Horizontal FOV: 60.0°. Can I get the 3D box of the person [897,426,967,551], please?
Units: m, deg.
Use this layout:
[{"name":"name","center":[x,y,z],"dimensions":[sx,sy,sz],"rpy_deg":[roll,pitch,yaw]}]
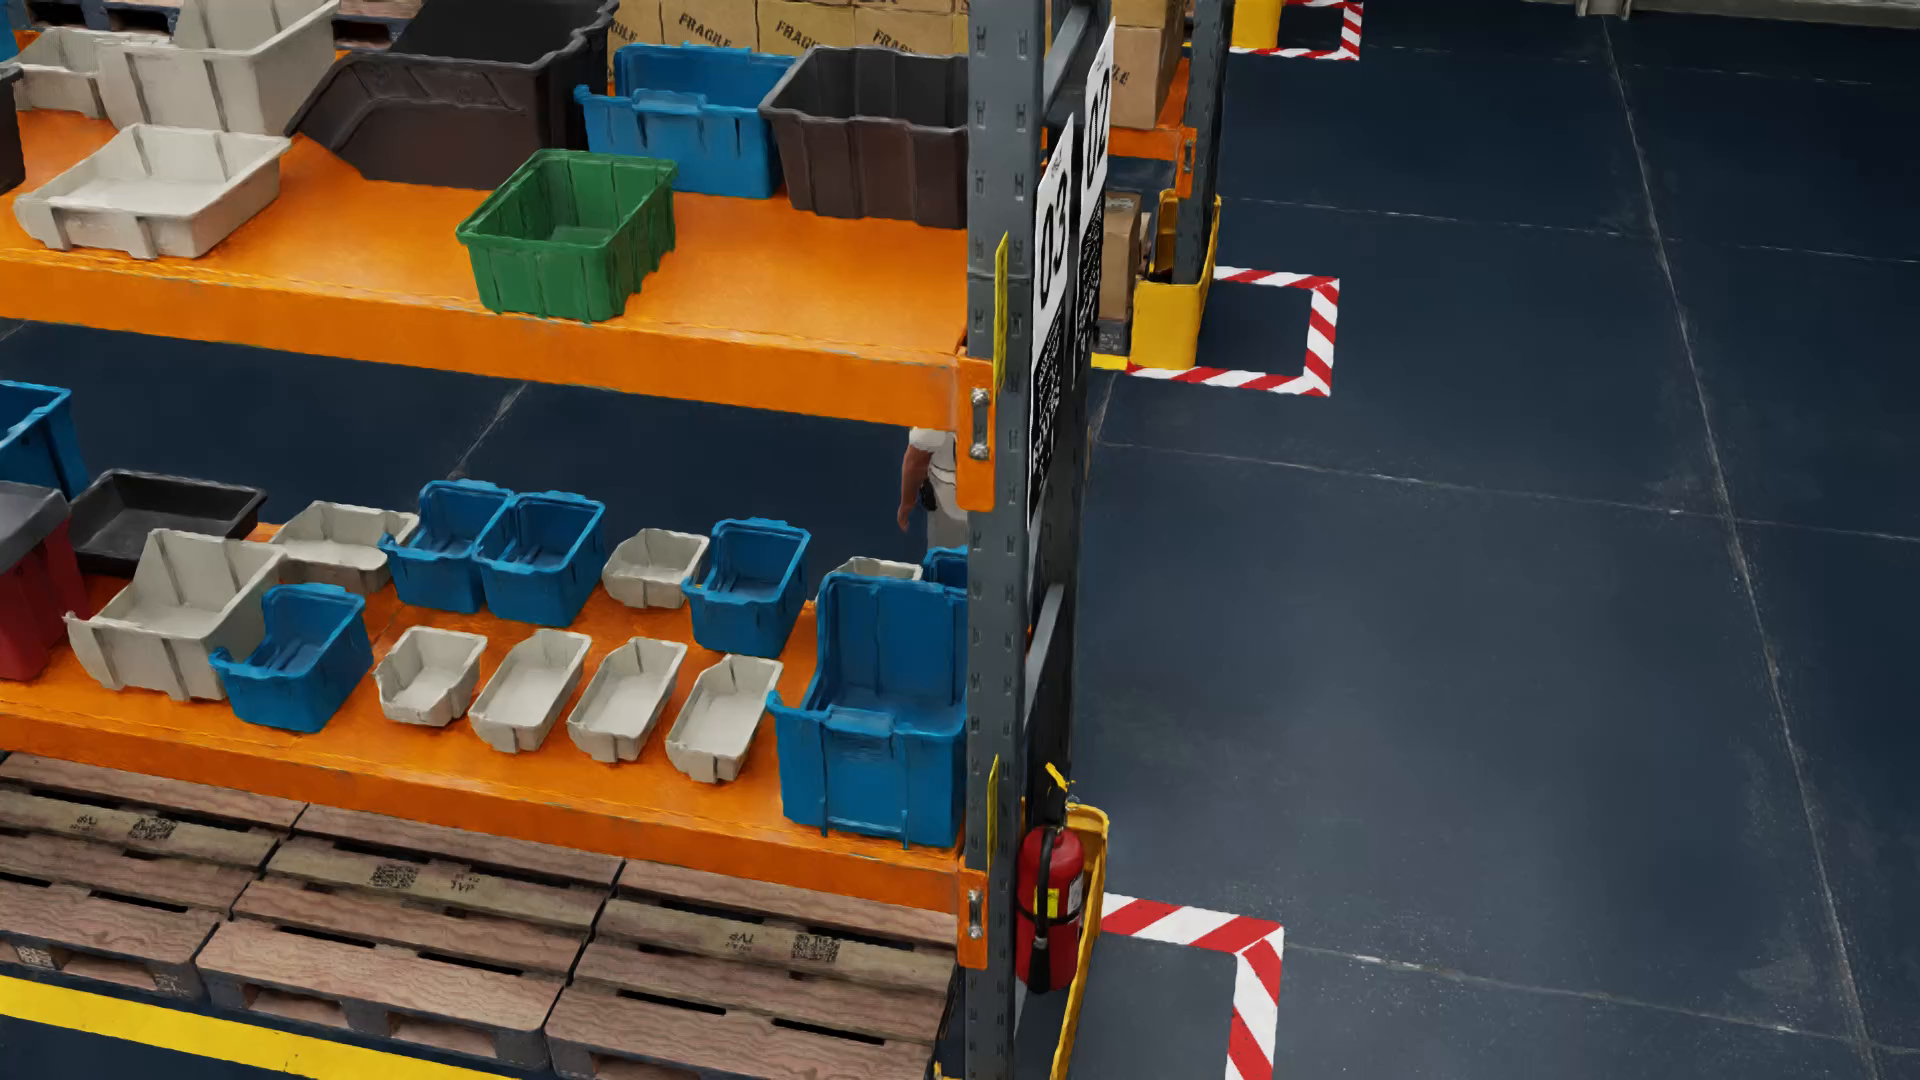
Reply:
[{"name":"person","center":[0.059,-0.148,6.337],"dimensions":[0.711,1.750,0.587],"rpy_deg":[-16,39,-20]}]
